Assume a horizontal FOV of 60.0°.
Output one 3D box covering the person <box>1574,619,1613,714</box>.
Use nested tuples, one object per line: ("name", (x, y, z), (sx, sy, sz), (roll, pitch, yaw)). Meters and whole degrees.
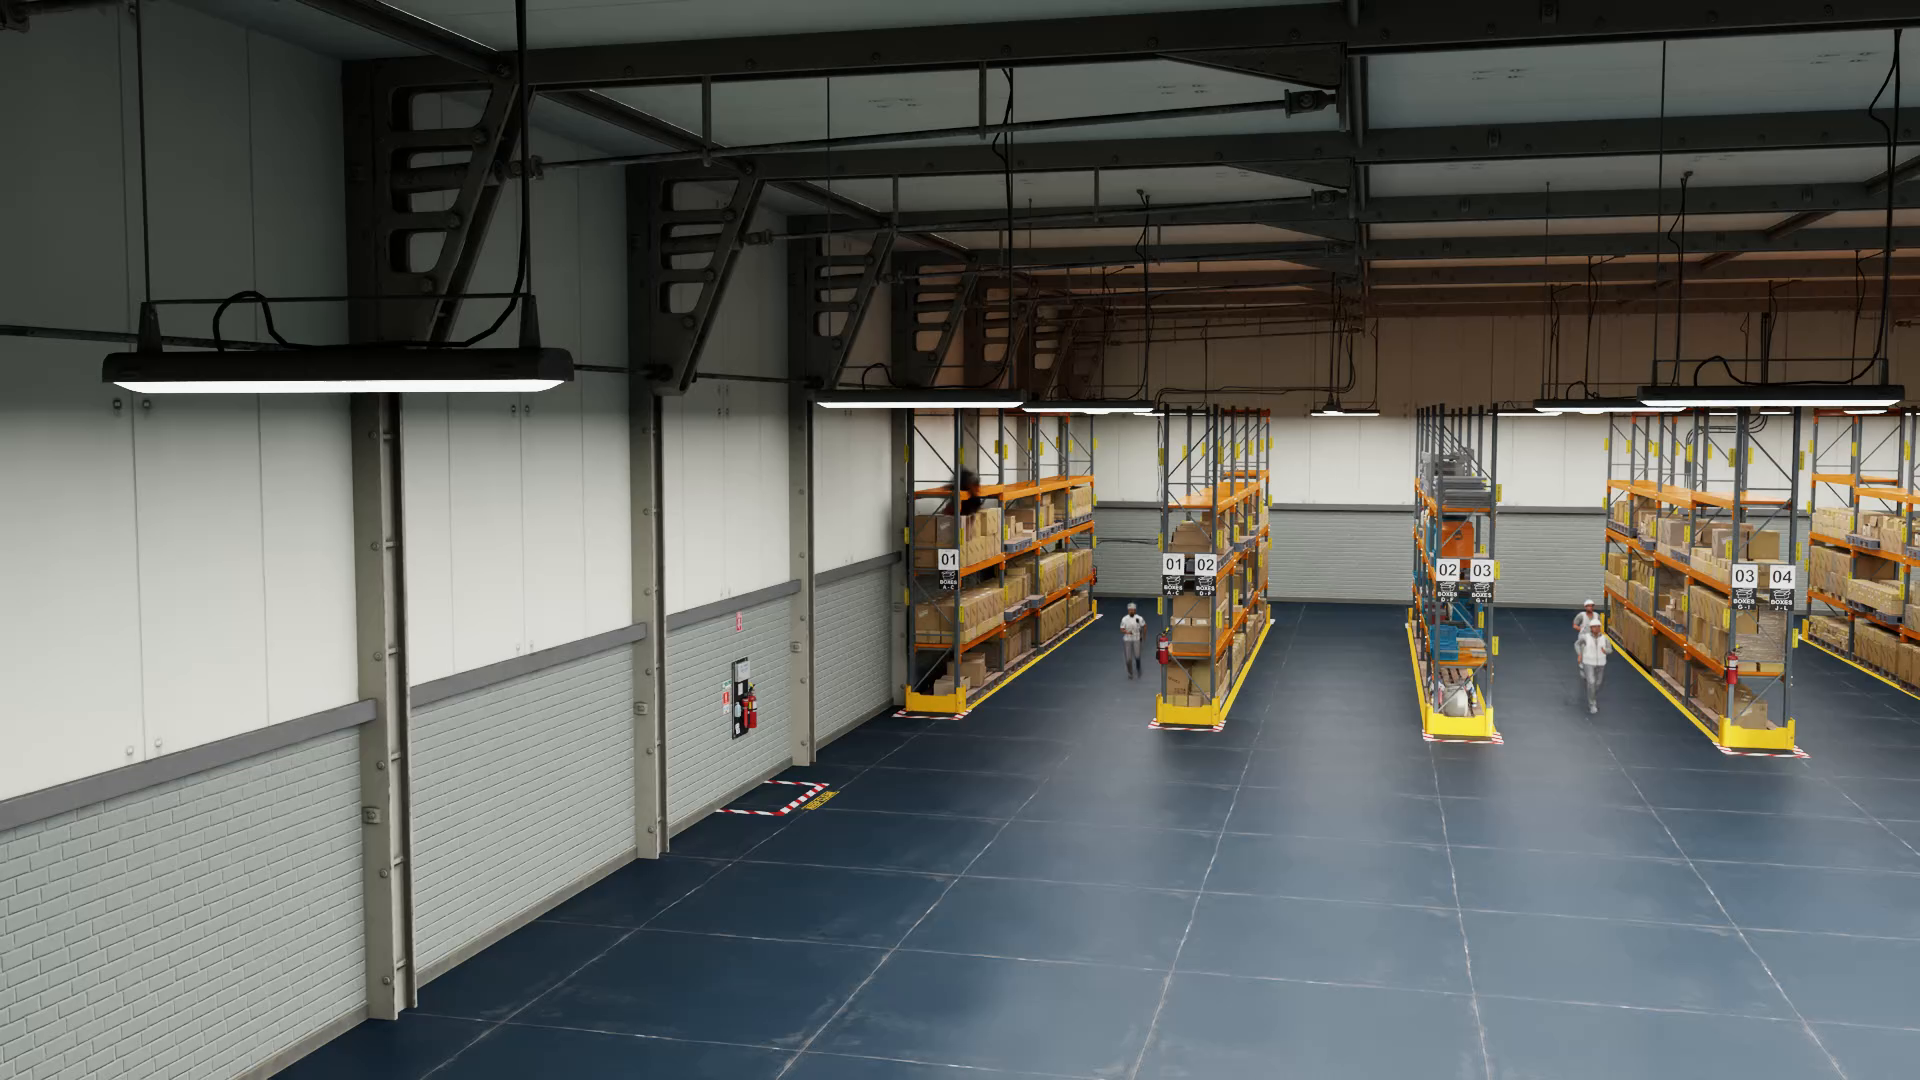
("person", (12.423, 2.438, 32.572), (0.643, 1.785, 0.904), (0, 4, 3))

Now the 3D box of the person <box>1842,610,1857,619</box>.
("person", (23.615, 1.694, 44.005), (0.783, 1.665, 0.537), (-3, 5, -36))

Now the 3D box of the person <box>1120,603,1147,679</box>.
("person", (3.803, 2.220, 36.476), (0.569, 1.673, 0.655), (0, 4, 7))

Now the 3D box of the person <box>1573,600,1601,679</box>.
("person", (13.638, 2.206, 36.154), (0.620, 1.823, 0.762), (1, 4, 8))
